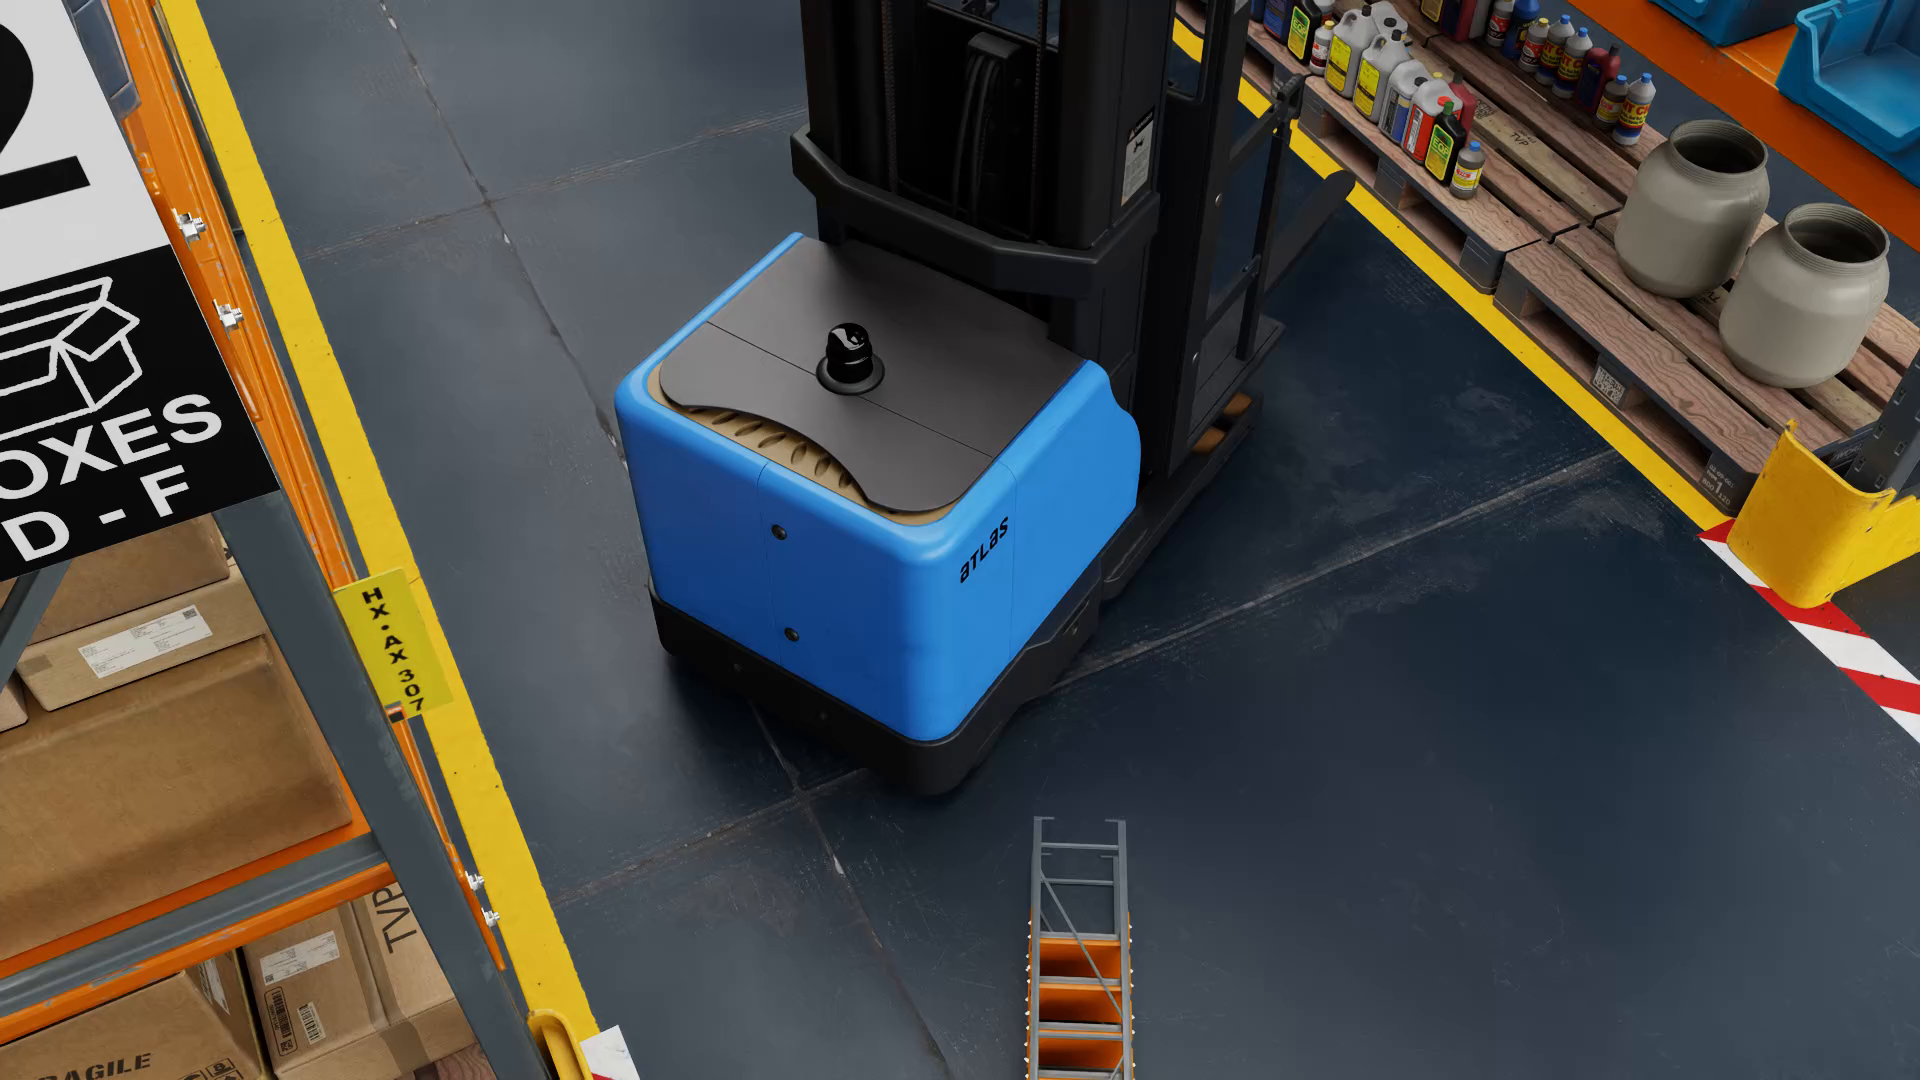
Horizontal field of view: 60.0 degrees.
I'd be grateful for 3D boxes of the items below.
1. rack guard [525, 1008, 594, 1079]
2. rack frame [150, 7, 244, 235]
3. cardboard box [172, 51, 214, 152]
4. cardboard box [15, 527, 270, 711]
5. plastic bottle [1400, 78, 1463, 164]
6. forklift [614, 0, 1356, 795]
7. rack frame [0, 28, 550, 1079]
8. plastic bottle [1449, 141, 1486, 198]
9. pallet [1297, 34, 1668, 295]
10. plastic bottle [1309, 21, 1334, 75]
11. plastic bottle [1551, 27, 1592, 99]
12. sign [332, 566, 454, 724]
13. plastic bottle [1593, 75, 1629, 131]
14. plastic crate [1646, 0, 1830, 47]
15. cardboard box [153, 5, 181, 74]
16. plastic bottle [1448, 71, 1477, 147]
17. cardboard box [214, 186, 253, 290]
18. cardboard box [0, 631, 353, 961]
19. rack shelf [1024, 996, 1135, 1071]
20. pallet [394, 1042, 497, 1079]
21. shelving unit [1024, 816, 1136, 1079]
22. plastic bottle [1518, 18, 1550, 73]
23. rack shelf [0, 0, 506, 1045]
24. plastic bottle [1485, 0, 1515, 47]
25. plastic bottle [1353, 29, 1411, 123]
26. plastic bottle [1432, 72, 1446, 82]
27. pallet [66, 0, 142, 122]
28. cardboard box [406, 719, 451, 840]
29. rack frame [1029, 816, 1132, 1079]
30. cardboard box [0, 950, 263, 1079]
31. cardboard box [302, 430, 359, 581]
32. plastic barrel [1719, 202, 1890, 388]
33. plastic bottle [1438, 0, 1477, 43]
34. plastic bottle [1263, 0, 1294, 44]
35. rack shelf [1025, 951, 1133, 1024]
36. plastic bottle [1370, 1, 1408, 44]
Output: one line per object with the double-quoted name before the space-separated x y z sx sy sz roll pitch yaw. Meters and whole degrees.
"rack guard" -1.328 1.500 3.606 1.175 0.500 0.348 -21 52 -18
"rack frame" -3.170 -2.017 5.021 1.000 3.000 0.127 -21 52 -18
"cardboard box" -3.134 -1.605 6.209 0.500 0.250 0.500 -22 52 -18
"cardboard box" -1.327 0.077 2.692 0.380 0.149 0.250 -22 52 -18
"plastic bottle" 1.746 -1.547 6.128 0.152 0.276 0.135 -21 52 -17
"forklift" 0.345 -1.355 4.488 1.130 2.935 3.031 27 54 21
"rack frame" -1.339 0.661 2.679 1.000 3.000 0.127 -21 52 -18
"plastic bottle" 1.837 -1.345 6.000 0.097 0.201 0.097 0 49 0
"pallet" 2.069 -1.521 6.440 1.003 0.211 1.213 -21 52 -18
"plastic bottle" 1.432 -1.937 6.518 0.097 0.201 0.097 0 49 0
"plastic bottle" 2.357 -1.840 6.387 0.097 0.271 0.097 0 49 0
"sign" -0.843 0.162 2.487 0.100 0.325 0.005 -21 52 -18
"plastic bottle" 2.467 -1.657 6.273 0.097 0.201 0.097 0 49 0
"plastic crate" 2.280 -1.663 4.810 0.499 0.251 0.408 -21 52 -18
"cardboard box" -3.137 -1.797 6.004 0.500 0.311 0.500 -21 52 -17
"plastic bottle" 1.840 -1.587 6.158 0.061 0.283 0.133 -21 52 -18
"cardboard box" -2.763 -1.014 5.692 0.500 0.250 0.500 -21 52 -18
"cardboard box" -1.542 0.311 2.919 0.700 0.500 0.500 -21 52 -18
"rack shelf" 0.290 1.209 4.064 0.258 0.180 0.103 2 49 2
"pallet" -1.726 1.081 4.164 1.003 0.211 1.213 -21 52 -18
"shelving unit" 0.288 1.242 4.035 0.258 0.189 1.200 2 49 2
"plastic bottle" 2.266 -1.950 6.530 0.097 0.201 0.097 0 49 0
"rack shelf" -2.255 -0.441 4.121 1.077 0.370 4.000 -21 52 -18
"plastic bottle" 2.172 -2.088 6.650 0.097 0.201 0.097 0 49 0
"plastic bottle" 1.603 -1.774 6.277 0.144 0.351 0.185 -19 52 -16
"plastic bottle" 1.784 -1.671 6.286 0.097 0.201 0.097 0 49 0
"pallet" -1.640 -0.780 2.005 1.003 0.211 1.213 -21 52 -18
"cardboard box" -1.619 0.659 4.229 0.500 0.250 0.500 -21 52 -18
"rack frame" 0.288 1.182 3.966 0.240 0.006 1.200 2 49 2
"cardboard box" -1.849 0.924 3.498 0.500 0.500 0.500 -21 52 -18
"cardboard box" -2.072 -0.012 4.816 0.500 0.250 0.500 -21 52 -18
"plastic barrel" 2.698 -0.776 5.310 0.421 0.512 0.421 0 49 0
"plastic bottle" 1.999 -2.147 6.648 0.061 0.283 0.133 -21 52 -18
"plastic bottle" 1.323 -2.183 6.634 0.144 0.351 0.185 -23 53 -19
"rack shelf" 0.295 1.118 4.143 0.258 0.180 0.103 2 49 2
"plastic bottle" 1.638 -1.942 6.473 0.152 0.276 0.135 -21 52 -18
